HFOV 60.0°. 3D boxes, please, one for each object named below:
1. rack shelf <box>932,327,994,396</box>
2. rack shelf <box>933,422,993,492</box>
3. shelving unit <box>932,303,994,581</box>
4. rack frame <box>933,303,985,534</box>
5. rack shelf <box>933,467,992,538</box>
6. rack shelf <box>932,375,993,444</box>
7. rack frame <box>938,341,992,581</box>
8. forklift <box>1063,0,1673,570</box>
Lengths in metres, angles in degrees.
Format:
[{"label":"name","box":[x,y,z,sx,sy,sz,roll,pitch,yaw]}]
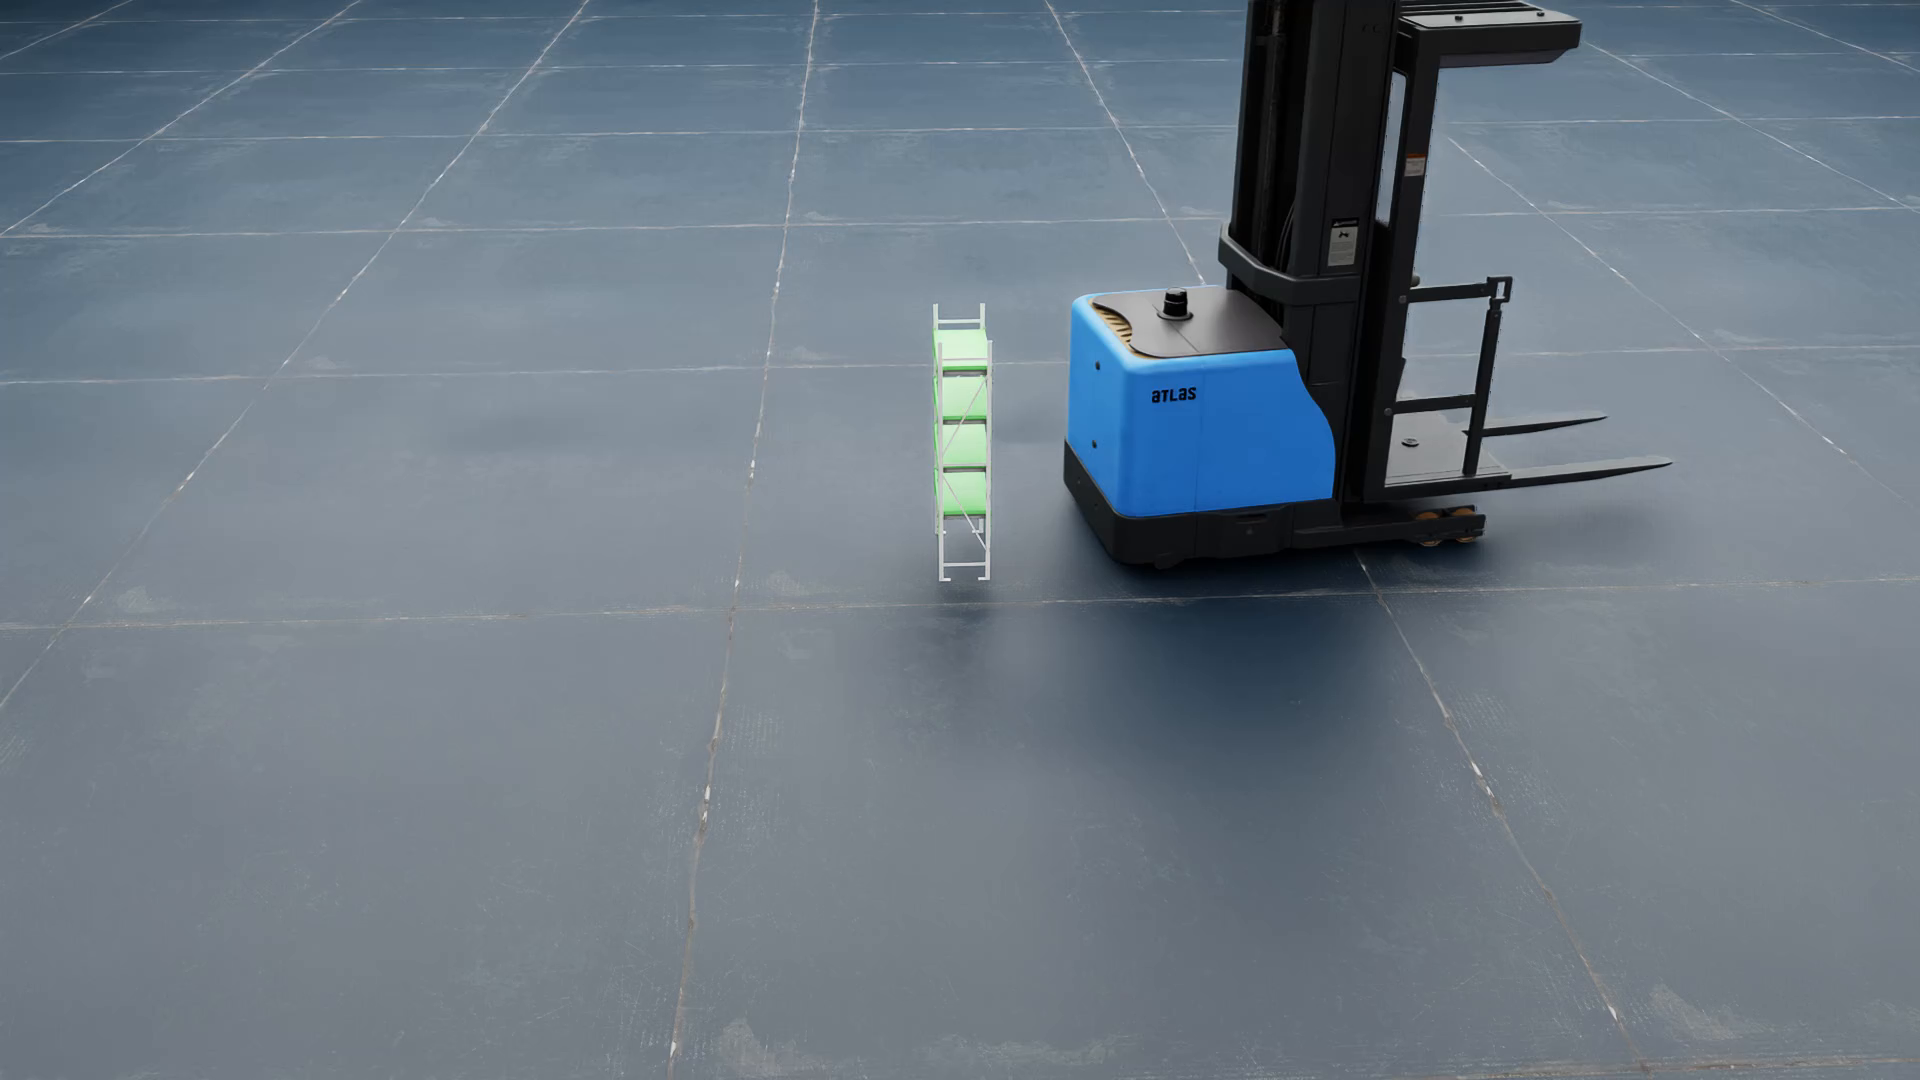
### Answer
[{"label":"rack shelf","box":[0.009,-0.824,7.634,0.258,0.148,0.480,-1,28,-3]},{"label":"rack shelf","box":[0.009,-0.399,7.856,0.258,0.148,0.480,-1,28,-3]},{"label":"shelving unit","box":[0.009,-0.456,7.826,0.258,1.200,0.503,-1,28,-3]},{"label":"rack frame","box":[-0.004,-0.568,8.042,0.240,1.200,0.015,-1,28,-3]},{"label":"rack shelf","box":[0.009,-0.186,7.966,0.258,0.148,0.480,-1,28,-3]},{"label":"rack shelf","box":[0.009,-0.612,7.745,0.258,0.148,0.480,-1,28,-3]},{"label":"rack frame","box":[0.021,-0.343,7.610,0.240,1.200,0.015,-1,28,-3]},{"label":"forklift","box":[2.112,-1.499,7.955,3.031,2.935,1.130,-6,28,-11]}]
